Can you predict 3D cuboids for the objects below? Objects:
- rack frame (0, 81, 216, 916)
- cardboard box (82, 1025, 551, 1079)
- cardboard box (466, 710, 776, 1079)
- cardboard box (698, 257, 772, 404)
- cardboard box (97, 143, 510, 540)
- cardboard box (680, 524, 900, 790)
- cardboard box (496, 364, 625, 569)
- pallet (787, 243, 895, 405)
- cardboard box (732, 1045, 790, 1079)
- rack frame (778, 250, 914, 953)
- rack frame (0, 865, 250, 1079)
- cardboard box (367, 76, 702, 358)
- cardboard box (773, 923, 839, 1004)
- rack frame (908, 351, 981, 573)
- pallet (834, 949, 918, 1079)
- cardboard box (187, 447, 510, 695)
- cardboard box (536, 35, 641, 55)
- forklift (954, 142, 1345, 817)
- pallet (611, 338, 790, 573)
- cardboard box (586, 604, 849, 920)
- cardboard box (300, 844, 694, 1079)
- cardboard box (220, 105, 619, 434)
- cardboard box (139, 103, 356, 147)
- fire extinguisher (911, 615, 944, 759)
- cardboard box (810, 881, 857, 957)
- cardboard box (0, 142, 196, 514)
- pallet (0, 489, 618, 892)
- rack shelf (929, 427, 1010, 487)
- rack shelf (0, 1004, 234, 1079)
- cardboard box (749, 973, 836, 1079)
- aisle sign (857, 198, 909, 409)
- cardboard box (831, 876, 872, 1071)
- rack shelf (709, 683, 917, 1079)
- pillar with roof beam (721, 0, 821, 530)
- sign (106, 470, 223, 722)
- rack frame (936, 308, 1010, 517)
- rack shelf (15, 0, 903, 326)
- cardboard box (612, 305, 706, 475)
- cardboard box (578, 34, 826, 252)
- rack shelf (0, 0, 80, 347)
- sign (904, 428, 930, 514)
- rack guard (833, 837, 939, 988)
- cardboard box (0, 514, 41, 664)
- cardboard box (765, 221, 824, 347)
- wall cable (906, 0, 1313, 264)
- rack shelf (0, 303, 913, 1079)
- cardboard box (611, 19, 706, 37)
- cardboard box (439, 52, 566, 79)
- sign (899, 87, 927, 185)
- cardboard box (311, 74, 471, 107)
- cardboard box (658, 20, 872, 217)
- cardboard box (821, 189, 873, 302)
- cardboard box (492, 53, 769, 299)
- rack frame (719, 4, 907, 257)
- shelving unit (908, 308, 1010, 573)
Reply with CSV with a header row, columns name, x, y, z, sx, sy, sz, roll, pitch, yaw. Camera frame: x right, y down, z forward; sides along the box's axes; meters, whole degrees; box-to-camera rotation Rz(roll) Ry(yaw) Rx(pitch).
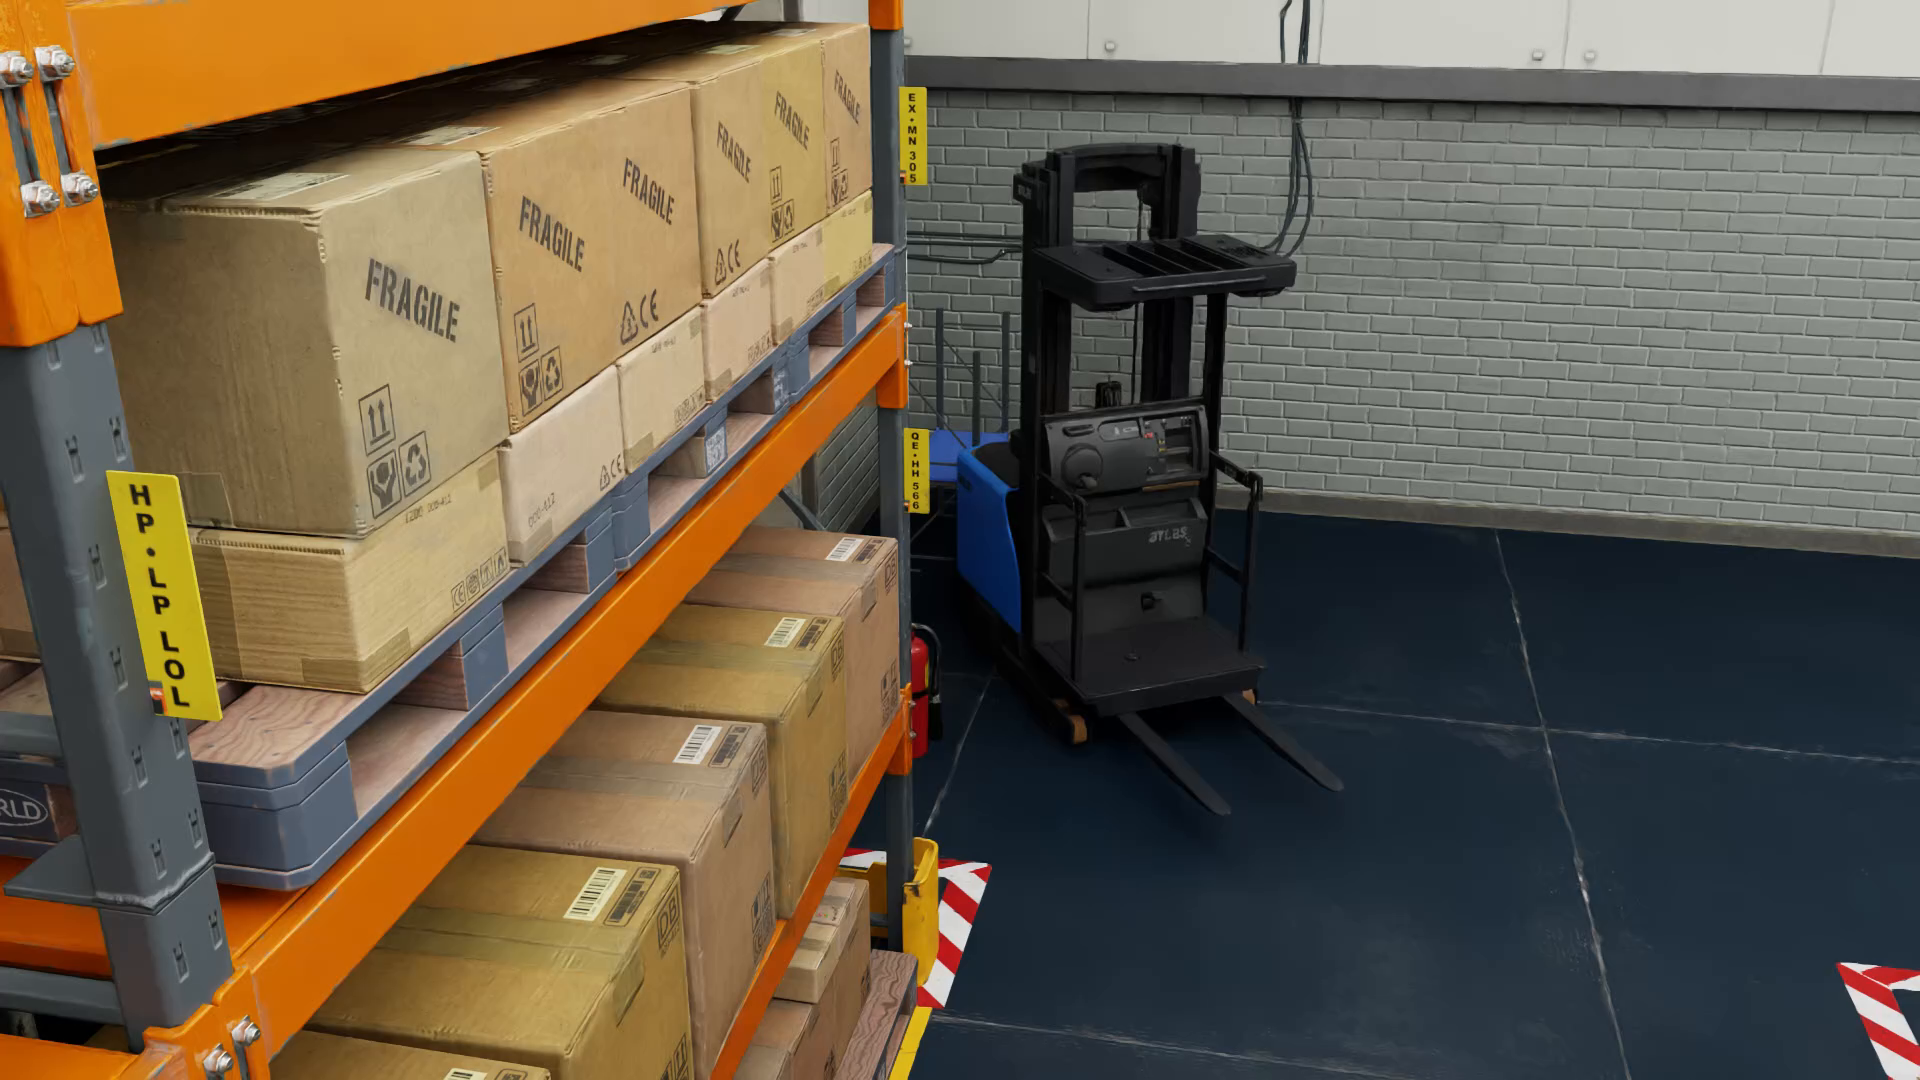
name,x,y,z,sx,sy,sz,roll,pitch,yaw
rack frame,-1.507,-0.971,1.720,1.000,3.000,0.127,4,22,11
cardboard box,-1.380,1.475,3.274,0.980,0.700,0.700,5,22,12
cardboard box,-1.087,0.942,4.599,0.980,0.700,0.700,3,22,8
cardboard box,-0.786,-0.545,4.182,0.500,0.250,0.500,4,22,9
cardboard box,-1.087,-0.339,2.666,0.500,0.500,0.500,4,22,10
cardboard box,-0.785,0.397,5.952,0.980,0.700,0.700,5,23,13
cardboard box,-0.990,-0.170,3.249,0.500,0.250,0.500,4,22,10
pallet,-0.831,-0.730,5.254,1.003,0.211,1.213,4,22,11
cardboard box,-0.939,1.944,5.296,0.700,0.500,0.500,4,22,9
rack frame,-0.690,0.348,6.473,1.000,3.000,0.127,4,22,11
rack frame,-1.507,1.811,2.841,1.000,3.000,0.127,4,22,11
cardboard box,-0.892,-0.708,3.583,0.500,0.500,0.500,5,22,11
cardboard box,-0.635,1.430,5.703,0.380,0.149,0.250,5,22,12
rack frame,-0.121,-0.479,10.534,0.500,1.500,0.032,4,22,11
pallet,-0.777,1.940,6.253,1.003,0.211,1.213,4,22,11
cardboard box,-1.107,0.016,2.789,0.500,0.250,0.500,4,22,11
cardboard box,-1.191,-1.121,4.608,0.500,0.500,0.500,4,22,10
forklift,0.964,-0.462,8.578,1.130,2.935,3.031,-8,23,-19
pallet,-1.078,-0.282,4.143,1.003,0.211,1.213,4,22,11
cardboard box,-0.922,0.663,5.289,0.980,0.700,0.700,4,22,10
cardboard box,-1.226,1.208,3.936,0.980,0.700,0.700,4,22,10
cardboard box,-0.988,-0.527,3.134,0.500,0.500,0.500,4,22,10
cardboard box,-1.488,-0.562,3.219,0.500,0.500,0.500,4,22,9
fire extinguisher,-0.208,0.537,6.607,0.296,0.674,0.183,4,22,11
cardboard box,-0.583,1.337,5.935,0.380,0.149,0.250,4,22,10
cardboard box,-1.592,-0.373,2.750,0.500,0.500,0.500,4,22,11
pallet,-1.329,0.163,3.038,1.003,0.211,1.213,4,22,11
rack shelf,-0.017,-0.498,11.063,0.538,0.185,1.000,4,22,11
rack shelf,-1.915,1.485,0.599,1.077,0.370,4.000,4,22,11
cardboard box,-0.837,1.760,5.753,0.700,0.500,0.500,4,22,11
aisle sign,-0.382,-0.861,5.996,0.394,0.787,0.004,4,22,11
cardboard box,-0.735,1.577,6.207,0.700,0.500,0.500,4,22,11
rack shelf,-1.098,1.414,4.791,1.077,0.370,4.000,4,22,11
pillar with roof beam,3.228,-3.160,7.153,9.100,9.000,0.400,4,22,11
sign,-0.973,0.072,2.031,0.100,0.325,0.005,4,22,11
rack frame,0.086,-0.850,11.458,0.500,1.500,0.032,4,22,11
rack shelf,-1.098,-1.184,3.745,1.077,0.370,4.000,4,22,11
cardboard box,-0.892,-0.358,3.716,0.500,0.250,0.500,4,22,9
cardboard box,-0.685,-1.092,4.535,0.500,0.500,0.500,5,23,13
rack shelf,-1.915,0.279,0.113,1.077,0.370,4.000,4,22,11
sign,-0.162,-0.252,6.097,0.100,0.325,0.005,4,22,11
rack guard,-0.685,1.499,6.962,1.175,0.500,0.348,4,22,11
cardboard box,-1.596,-0.020,2.877,0.500,0.250,0.500,5,22,11
cardboard box,-0.685,-0.736,4.656,0.500,0.250,0.500,4,22,9
wall cable,0.814,-3.035,11.001,3.097,2.526,0.112,4,22,11
rack shelf,-1.098,0.022,4.231,1.077,0.370,4.000,4,22,11
cardboard box,-1.076,-1.314,5.086,0.500,0.500,0.500,4,22,9
cardboard box,-1.293,-0.937,4.150,0.500,0.500,0.500,4,22,11
sign,-0.162,-1.371,5.647,0.100,0.325,0.005,4,22,11
cardboard box,-1.402,-0.755,3.698,0.500,0.500,0.500,4,22,9
cardboard box,-0.573,-1.274,4.987,0.500,0.500,0.500,4,22,11
cardboard box,-0.580,-0.927,5.129,0.500,0.250,0.500,5,23,13
cardboard box,-0.784,-0.900,4.060,0.500,0.500,0.500,3,22,9
rack frame,-0.690,-2.434,5.353,1.000,3.000,0.127,4,22,11
shelving unit,-0.017,-0.665,10.996,0.538,1.500,1.048,4,22,11
